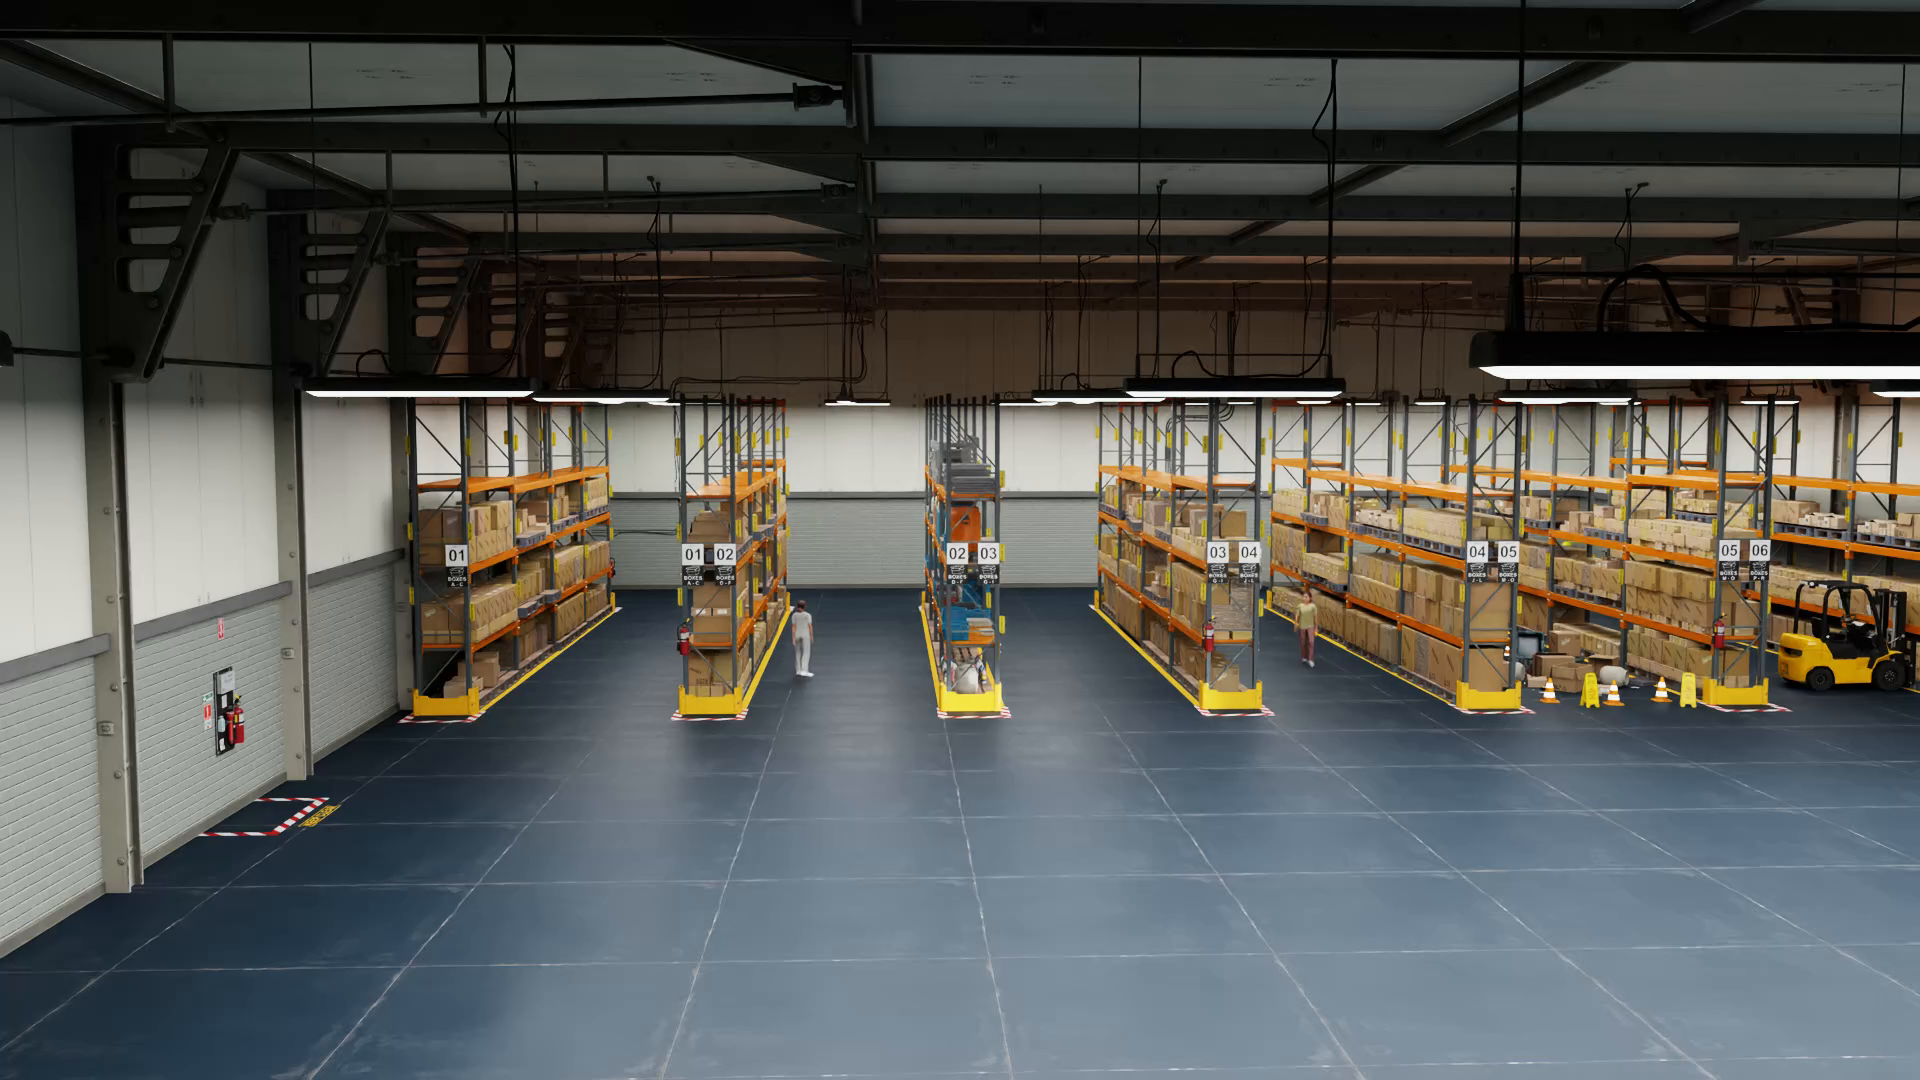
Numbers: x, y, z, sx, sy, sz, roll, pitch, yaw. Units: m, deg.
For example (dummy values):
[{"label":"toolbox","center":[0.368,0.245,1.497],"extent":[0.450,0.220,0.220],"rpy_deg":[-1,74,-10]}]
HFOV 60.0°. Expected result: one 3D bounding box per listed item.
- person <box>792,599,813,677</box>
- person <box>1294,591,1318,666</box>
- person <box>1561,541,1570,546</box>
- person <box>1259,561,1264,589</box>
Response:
[{"label":"person","center":[-3.331,2.091,35.451],"extent":[0.537,1.636,0.900],"rpy_deg":[1,5,13]},{"label":"person","center":[7.721,1.959,37.081],"extent":[0.525,1.611,0.994],"rpy_deg":[1,5,14]},{"label":"person","center":[18.298,0.894,50.181],"extent":[0.997,1.731,0.563],"rpy_deg":[-1,5,-12]},{"label":"person","center":[9.182,0.797,51.768],"extent":[0.881,1.644,0.439],"rpy_deg":[-3,5,-30]}]
